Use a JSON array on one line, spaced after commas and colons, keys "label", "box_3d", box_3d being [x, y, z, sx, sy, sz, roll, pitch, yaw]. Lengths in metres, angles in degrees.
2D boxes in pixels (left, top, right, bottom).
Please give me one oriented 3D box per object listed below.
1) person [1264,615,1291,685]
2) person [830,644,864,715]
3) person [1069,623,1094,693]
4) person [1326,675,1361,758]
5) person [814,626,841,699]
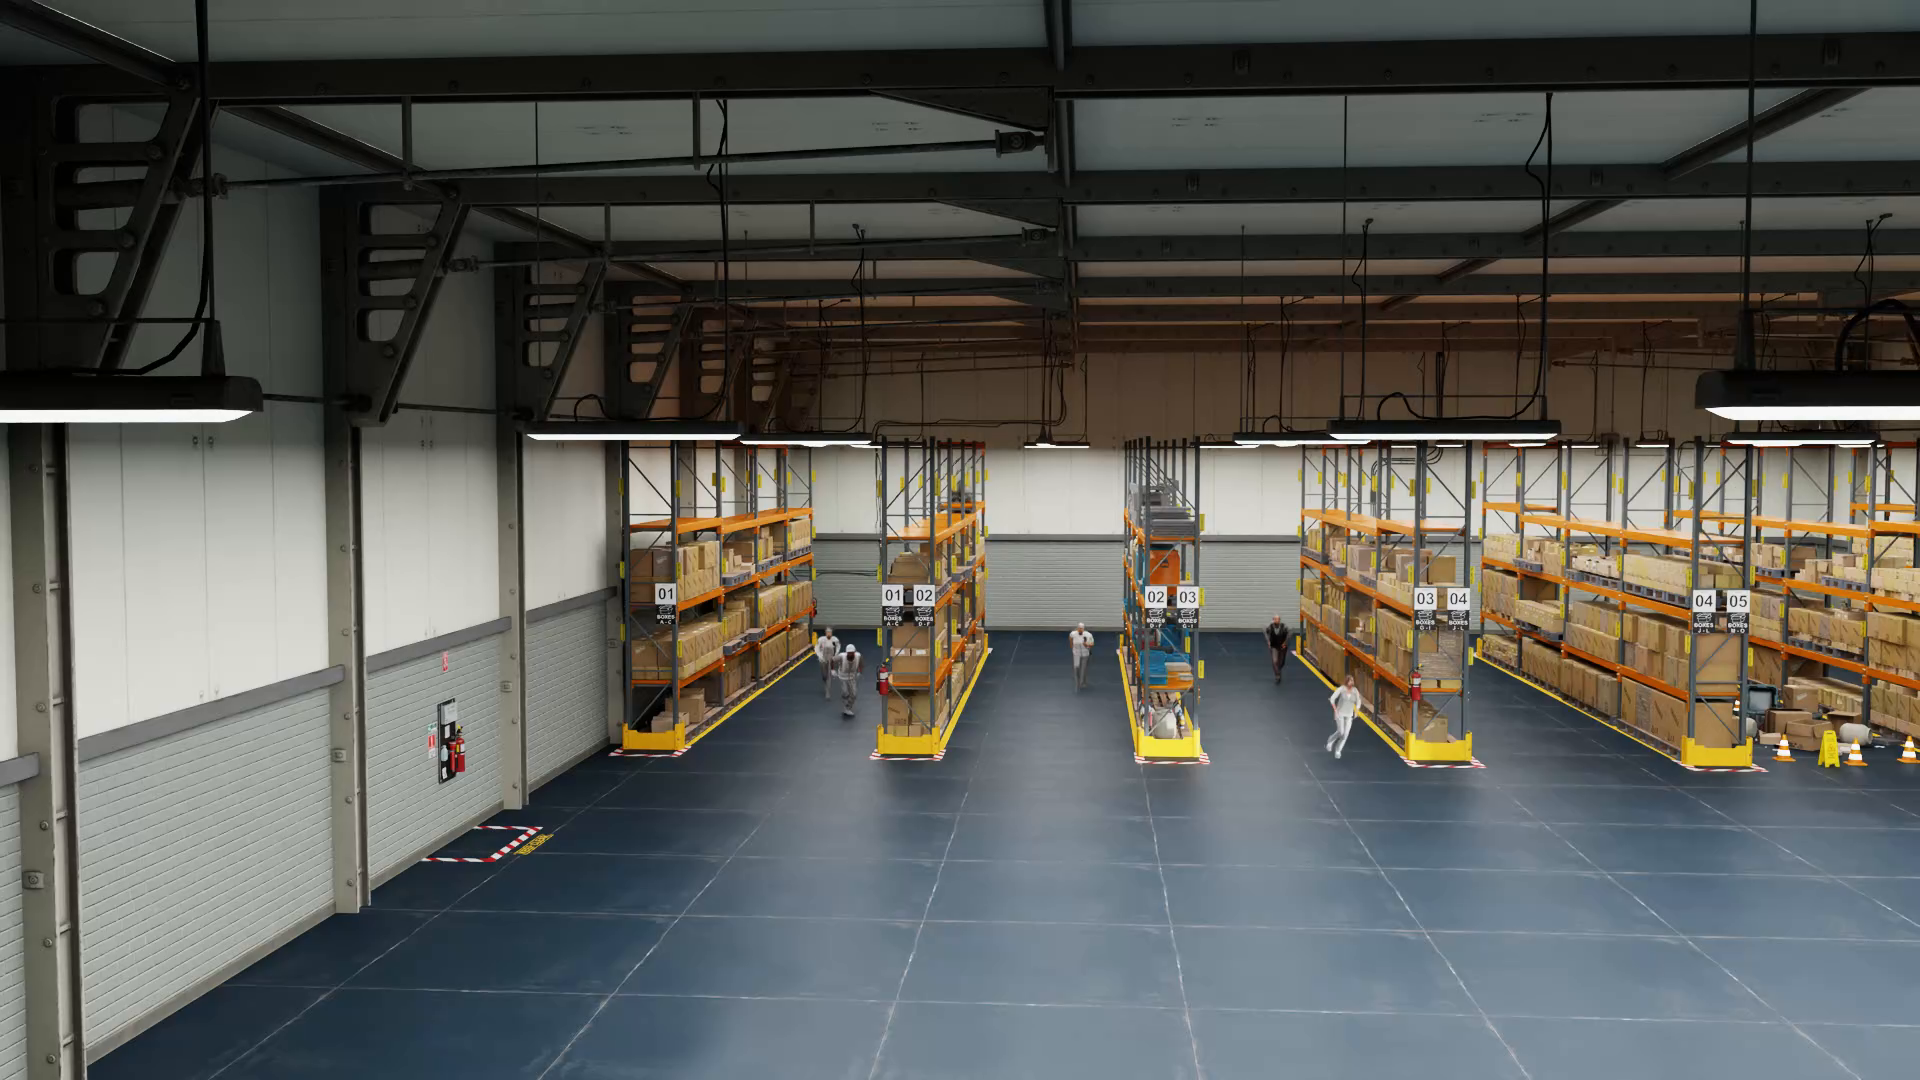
[{"label": "person", "box_3d": [7.874, 2.693, 41.229, 0.660, 1.716, 0.993, 0, 3, 9]}, {"label": "person", "box_3d": [-2.449, 3.014, 35.951, 0.711, 1.582, 0.874, -1, 3, -14]}, {"label": "person", "box_3d": [2.914, 2.791, 39.825, 0.600, 1.676, 0.907, 0, 3, 4]}, {"label": "person", "box_3d": [7.218, 3.302, 31.189, 0.585, 1.536, 0.517, 0, 3, -9]}, {"label": "person", "box_3d": [-3.094, 2.831, 38.863, 0.618, 1.682, 1.023, 0, 3, -6]}]
